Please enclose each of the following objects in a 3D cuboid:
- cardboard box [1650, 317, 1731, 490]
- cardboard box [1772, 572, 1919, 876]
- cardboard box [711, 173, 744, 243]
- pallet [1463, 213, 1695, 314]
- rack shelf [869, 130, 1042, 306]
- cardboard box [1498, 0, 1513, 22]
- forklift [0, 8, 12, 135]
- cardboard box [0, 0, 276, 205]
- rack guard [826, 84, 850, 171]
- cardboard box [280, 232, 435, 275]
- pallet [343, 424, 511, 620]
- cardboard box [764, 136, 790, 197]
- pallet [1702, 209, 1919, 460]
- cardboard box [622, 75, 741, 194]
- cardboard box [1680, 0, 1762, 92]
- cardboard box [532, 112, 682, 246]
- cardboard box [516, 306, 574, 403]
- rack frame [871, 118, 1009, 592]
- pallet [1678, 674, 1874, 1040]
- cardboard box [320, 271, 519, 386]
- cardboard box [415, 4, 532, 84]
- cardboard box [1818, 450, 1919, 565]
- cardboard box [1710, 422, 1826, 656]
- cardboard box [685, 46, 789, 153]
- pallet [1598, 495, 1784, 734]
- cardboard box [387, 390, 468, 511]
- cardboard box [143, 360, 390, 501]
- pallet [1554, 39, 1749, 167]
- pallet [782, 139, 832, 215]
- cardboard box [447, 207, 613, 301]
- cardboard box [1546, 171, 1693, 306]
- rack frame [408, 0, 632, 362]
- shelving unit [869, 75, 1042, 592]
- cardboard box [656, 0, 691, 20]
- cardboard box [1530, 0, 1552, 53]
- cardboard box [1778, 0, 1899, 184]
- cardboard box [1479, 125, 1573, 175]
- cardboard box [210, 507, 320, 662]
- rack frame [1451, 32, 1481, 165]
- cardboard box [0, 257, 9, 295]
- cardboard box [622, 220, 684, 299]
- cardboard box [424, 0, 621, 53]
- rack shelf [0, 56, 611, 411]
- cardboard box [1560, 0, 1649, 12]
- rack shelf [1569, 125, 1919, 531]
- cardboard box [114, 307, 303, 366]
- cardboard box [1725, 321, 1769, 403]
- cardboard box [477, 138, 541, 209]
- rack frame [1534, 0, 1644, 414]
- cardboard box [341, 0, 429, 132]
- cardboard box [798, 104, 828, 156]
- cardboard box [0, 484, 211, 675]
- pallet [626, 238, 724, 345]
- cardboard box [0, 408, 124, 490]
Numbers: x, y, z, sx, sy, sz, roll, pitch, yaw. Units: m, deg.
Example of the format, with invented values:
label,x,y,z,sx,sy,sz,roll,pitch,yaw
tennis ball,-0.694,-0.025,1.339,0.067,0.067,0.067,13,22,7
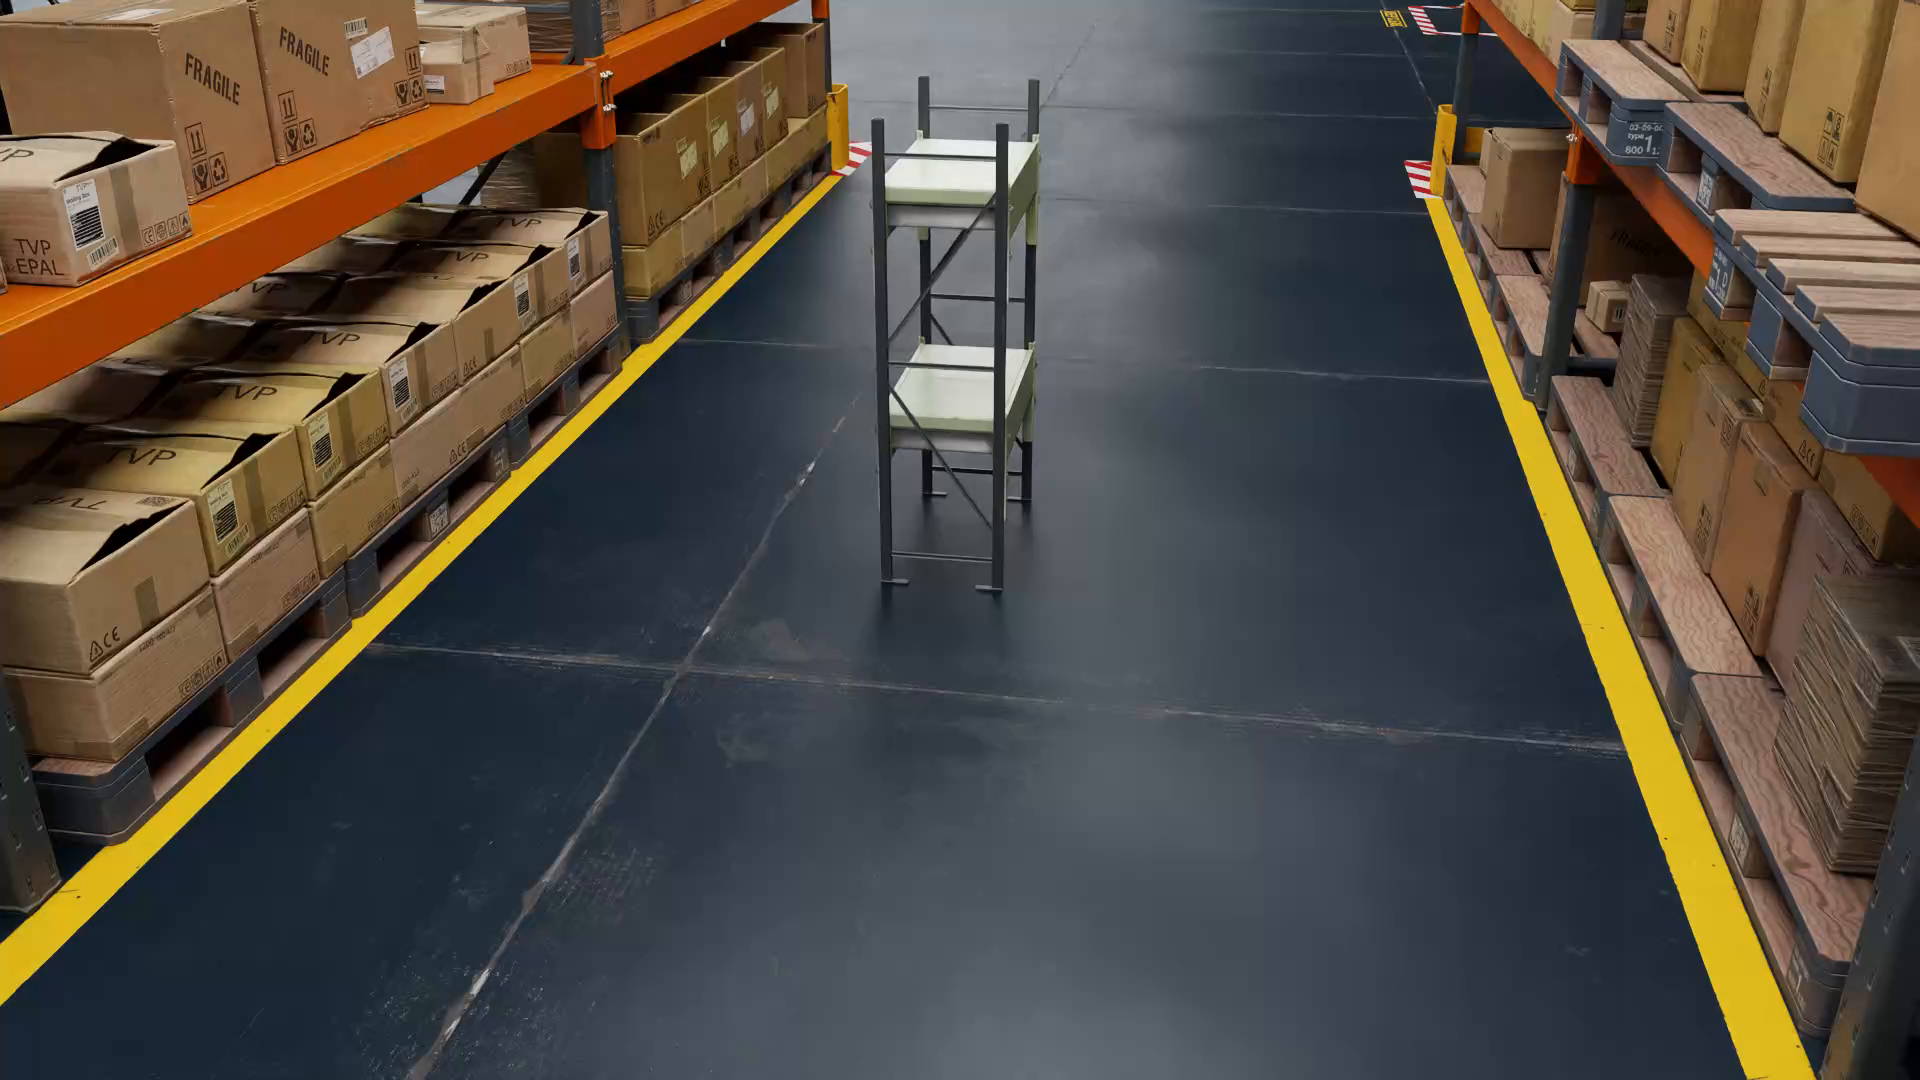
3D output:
label,x,y,z,sx,sy,sz,roll,pitch,yaw
cardboard box,2.752,-0.411,5.519,0.700,0.500,0.500,4,25,7
cardboard box,2.304,0.429,3.725,0.700,0.500,0.500,4,25,9
cardboard box,-1.448,-1.749,8.697,0.500,0.250,0.500,4,25,9
pallet,3.163,-1.404,8.501,1.003,0.211,1.213,4,25,9
rack shelf,0.001,-1.036,5.273,0.431,0.370,0.720,4,25,9
cardboard box,2.907,-2.662,8.052,0.500,0.250,0.500,4,25,9
forklift,-4.463,-1.874,6.297,1.130,2.935,3.031,4,25,8
cardboard box,-2.392,-1.289,4.848,0.500,0.500,0.500,3,25,6
rack guard,-1.339,-2.765,11.067,1.175,0.500,0.348,4,25,9
cardboard box,-2.397,-1.048,6.537,0.500,0.311,0.500,4,25,8
pallet,-2.275,-0.128,5.775,1.003,0.211,1.213,4,25,9
cardboard box,-1.289,-2.168,9.591,0.500,0.250,0.500,4,25,9
pallet,2.249,-0.418,3.331,1.213,0.211,1.003,4,25,9
cardboard box,-1.448,-2.089,8.538,0.500,0.500,0.500,4,25,9
cardboard box,2.676,-1.673,5.149,0.700,0.500,0.500,7,26,14
cardboard box,-1.612,-1.671,7.644,0.500,0.500,0.500,4,25,9
cardboard box,-1.863,-0.754,6.570,0.500,0.250,0.500,4,25,8
rack frame,-0.059,-0.529,5.111,0.400,1.500,0.023,4,25,9
pallet,2.367,0.737,3.927,1.003,0.211,1.213,4,25,9
cardboard box,-1.943,-0.797,6.001,0.500,0.311,0.500,4,25,8
cardboard box,-2.034,-1.937,6.527,0.500,0.250,0.500,6,26,12
cardboard box,2.459,-0.145,4.066,0.500,0.250,0.500,4,25,10
cardboard box,2.556,0.012,4.616,0.700,0.500,0.500,4,25,8
cardboard box,-1.286,-2.507,9.431,0.500,0.500,0.500,4,25,9
pallet,2.568,0.228,5.013,1.003,0.211,1.213,4,25,9
cardboard box,-2.030,-0.327,5.658,0.500,0.250,0.500,5,25,10
cardboard box,-2.112,-0.372,5.093,0.500,0.311,0.500,3,25,7
pallet,2.623,-1.476,5.591,1.003,0.211,1.213,4,25,9
pallet,-1.426,-2.301,10.417,1.003,0.211,1.213,4,25,9
cardboard box,-1.780,-1.223,6.912,0.500,0.311,0.500,4,25,9
cardboard box,3.021,-1.376,7.581,0.500,0.500,0.500,2,25,5
rack frame,-1.996,-2.214,6.941,1.000,3.000,0.127,4,25,9
shelving unit,0.001,-0.682,5.438,0.431,1.500,0.755,4,25,9
cardboard box,-1.764,-2.876,8.238,0.700,0.500,0.500,4,25,9
cardboard box,2.759,-2.240,7.151,0.500,0.250,0.500,4,25,9
cardboard box,2.486,-1.164,4.061,0.700,0.500,0.500,4,25,9
cardboard box,3.343,-2.243,9.657,0.500,0.311,0.500,1,25,3
cardboard box,-2.194,0.105,4.735,0.500,0.250,0.500,3,25,7
rack frame,3.545,-3.545,9.786,1.000,3.000,0.127,4,25,9
cardboard box,-2.548,-0.650,3.705,0.500,0.311,0.500,6,26,12
cardboard box,-1.622,-1.332,7.805,0.500,0.250,0.500,4,25,9
cardboard box,-1.930,-2.445,7.318,0.700,0.500,0.500,3,25,7
rack shelf,-2.323,-1.052,5.307,1.077,0.370,4.000,4,25,9
cardboard box,2.663,-2.372,6.548,0.500,0.500,0.500,4,25,8
rack shelf,2.564,-0.710,4.577,1.077,0.370,4.000,4,25,9
cardboard box,-2.560,-0.614,5.610,0.500,0.311,0.500,5,25,10
cardboard box,2.637,-0.568,4.970,0.500,0.250,0.500,3,25,7
cardboard box,-2.043,-1.916,8.168,0.500,0.500,0.500,4,25,9
rack frame,2.891,-1.872,6.211,1.000,3.000,0.127,4,25,9
cardboard box,-2.224,-1.719,5.766,0.500,0.500,0.500,6,26,12
cardboard box,-1.139,-2.587,10.486,0.500,0.250,0.500,4,25,9
cardboard box,-2.275,0.062,4.167,0.500,0.311,0.500,5,26,10
pallet,-1.825,-1.281,8.237,1.003,0.211,1.213,4,25,9
cardboard box,-2.729,-0.194,4.712,0.500,0.311,0.500,4,25,8
